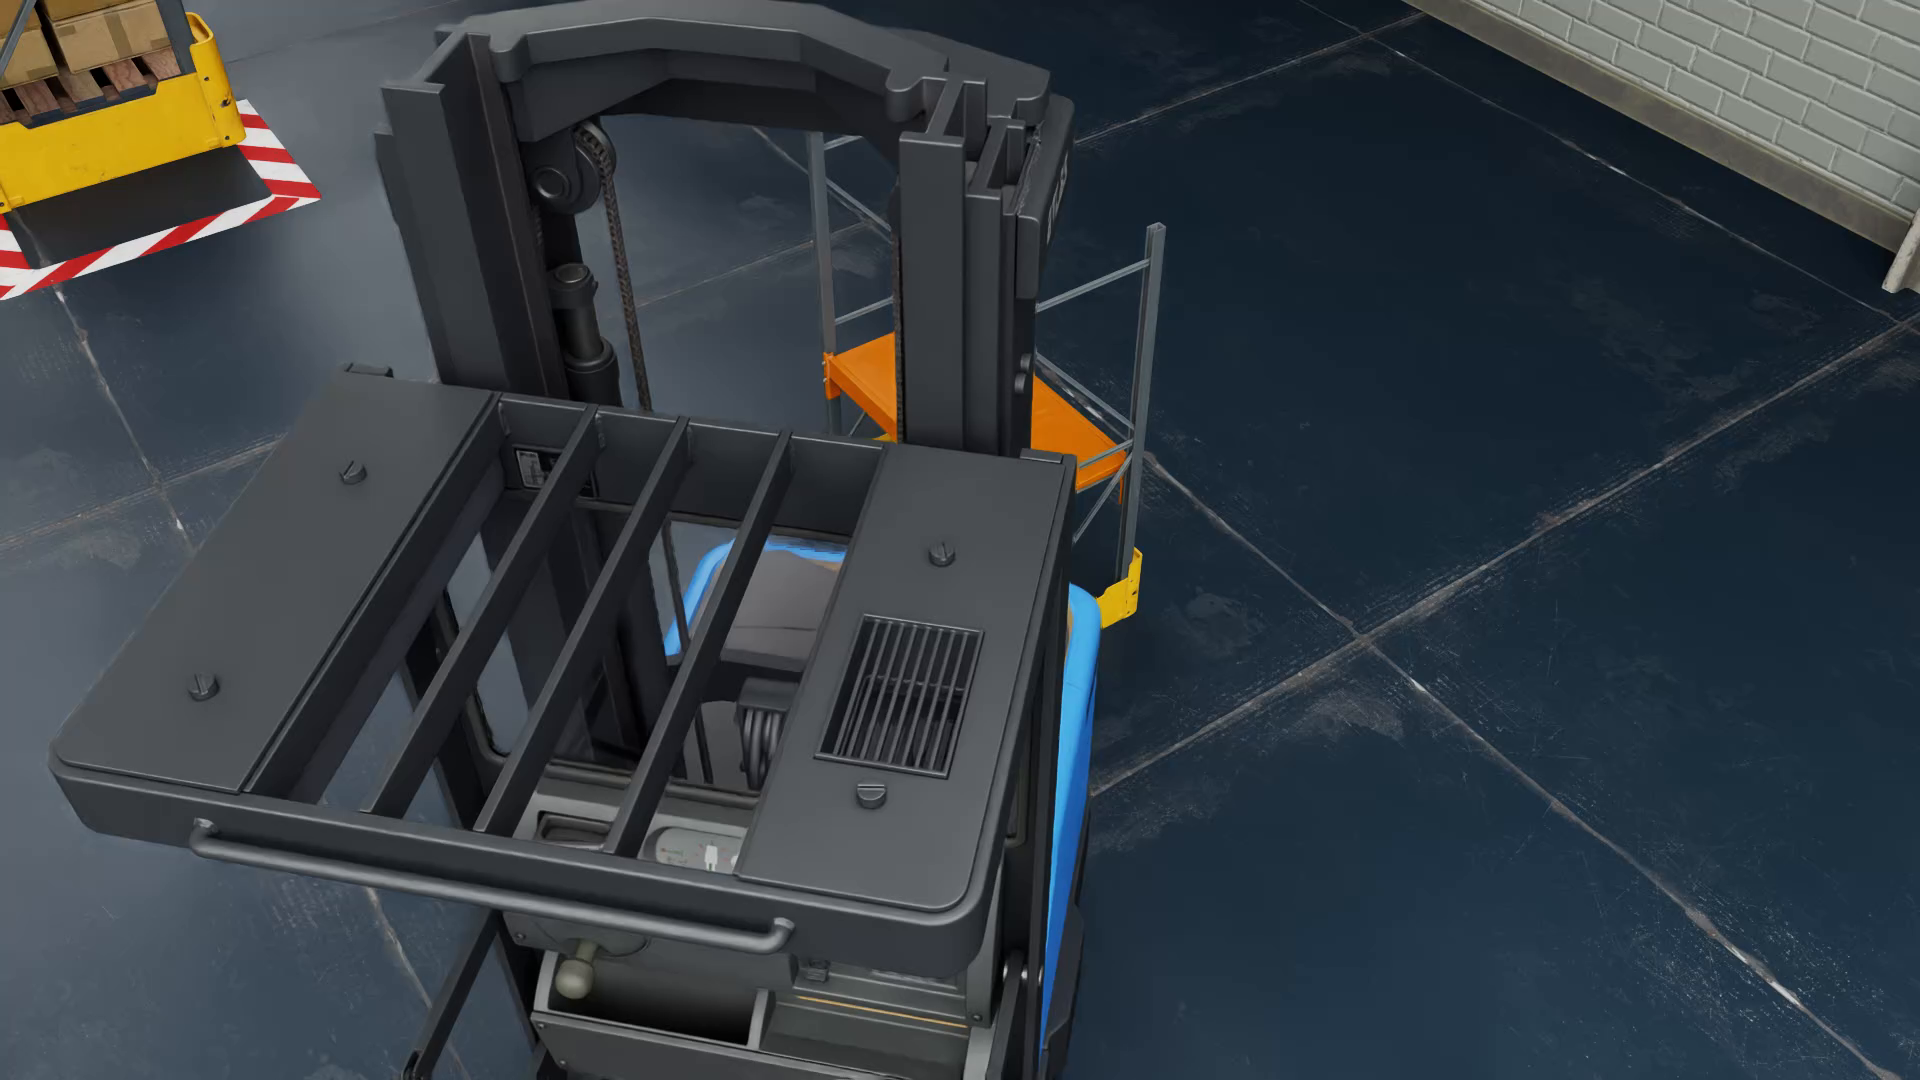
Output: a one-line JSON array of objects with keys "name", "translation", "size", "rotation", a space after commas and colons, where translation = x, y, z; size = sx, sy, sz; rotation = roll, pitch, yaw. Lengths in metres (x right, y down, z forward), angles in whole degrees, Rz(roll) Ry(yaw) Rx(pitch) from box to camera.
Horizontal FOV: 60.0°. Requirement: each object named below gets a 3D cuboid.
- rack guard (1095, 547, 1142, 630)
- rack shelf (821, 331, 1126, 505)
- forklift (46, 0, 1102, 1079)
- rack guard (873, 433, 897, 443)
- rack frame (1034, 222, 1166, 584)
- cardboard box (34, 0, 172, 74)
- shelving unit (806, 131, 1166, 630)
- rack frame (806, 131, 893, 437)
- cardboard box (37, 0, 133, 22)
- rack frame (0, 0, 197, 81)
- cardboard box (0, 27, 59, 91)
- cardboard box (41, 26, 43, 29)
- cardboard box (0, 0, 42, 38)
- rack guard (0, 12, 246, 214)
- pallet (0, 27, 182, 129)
[{"name": "rack guard", "translation": [0.329, 0.235, 5.323], "size": [0.587, 0.250, 0.087], "rotation": [-26, 49, -24]}, {"name": "rack shelf", "translation": [0.049, -0.364, 5.306], "size": [0.538, 0.185, 1.000], "rotation": [-26, 49, -24]}, {"name": "forklift", "translation": [-0.430, 0.761, 2.830], "size": [1.130, 2.935, 3.031], "rotation": [8, 44, 8]}, {"name": "rack guard", "translation": [-0.241, -0.329, 5.914], "size": [0.587, 0.250, 0.087], "rotation": [-26, 49, -24]}, {"name": "rack frame", "translation": [0.340, -0.206, 4.880], "size": [0.500, 1.500, 0.032], "rotation": [-26, 49, -24]}, {"name": "cardboard box", "translation": [-4.051, -2.483, 7.866], "size": [0.500, 0.250, 0.500], "rotation": [-26, 49, -25]}, {"name": "shelving unit", "translation": [0.044, -0.499, 5.187], "size": [0.587, 1.500, 1.083], "rotation": [-26, 49, -24]}, {"name": "rack frame", "translation": [-0.242, -0.782, 5.483], "size": [0.500, 1.500, 0.032], "rotation": [-26, 49, -24]}, {"name": "cardboard box", "translation": [-4.065, -2.767, 7.621], "size": [0.500, 0.500, 0.500], "rotation": [-27, 50, -26]}, {"name": "rack frame", "translation": [-3.816, -2.760, 6.468], "size": [1.000, 3.000, 0.127], "rotation": [-26, 49, -24]}, {"name": "cardboard box", "translation": [-4.513, -2.282, 7.655], "size": [0.500, 0.250, 0.500], "rotation": [-26, 49, -25]}, {"name": "cardboard box", "translation": [-4.337, -2.775, 8.172], "size": [0.500, 0.250, 0.500], "rotation": [-24, 49, -23]}, {"name": "cardboard box", "translation": [-4.488, -2.539, 7.381], "size": [0.500, 0.500, 0.500], "rotation": [-25, 49, -24]}, {"name": "rack guard", "translation": [-3.860, -1.898, 7.377], "size": [1.175, 0.500, 0.348], "rotation": [-26, 49, -24]}, {"name": "pallet", "translation": [-4.295, -2.268, 7.973], "size": [1.003, 0.211, 1.213], "rotation": [-26, 49, -24]}]
